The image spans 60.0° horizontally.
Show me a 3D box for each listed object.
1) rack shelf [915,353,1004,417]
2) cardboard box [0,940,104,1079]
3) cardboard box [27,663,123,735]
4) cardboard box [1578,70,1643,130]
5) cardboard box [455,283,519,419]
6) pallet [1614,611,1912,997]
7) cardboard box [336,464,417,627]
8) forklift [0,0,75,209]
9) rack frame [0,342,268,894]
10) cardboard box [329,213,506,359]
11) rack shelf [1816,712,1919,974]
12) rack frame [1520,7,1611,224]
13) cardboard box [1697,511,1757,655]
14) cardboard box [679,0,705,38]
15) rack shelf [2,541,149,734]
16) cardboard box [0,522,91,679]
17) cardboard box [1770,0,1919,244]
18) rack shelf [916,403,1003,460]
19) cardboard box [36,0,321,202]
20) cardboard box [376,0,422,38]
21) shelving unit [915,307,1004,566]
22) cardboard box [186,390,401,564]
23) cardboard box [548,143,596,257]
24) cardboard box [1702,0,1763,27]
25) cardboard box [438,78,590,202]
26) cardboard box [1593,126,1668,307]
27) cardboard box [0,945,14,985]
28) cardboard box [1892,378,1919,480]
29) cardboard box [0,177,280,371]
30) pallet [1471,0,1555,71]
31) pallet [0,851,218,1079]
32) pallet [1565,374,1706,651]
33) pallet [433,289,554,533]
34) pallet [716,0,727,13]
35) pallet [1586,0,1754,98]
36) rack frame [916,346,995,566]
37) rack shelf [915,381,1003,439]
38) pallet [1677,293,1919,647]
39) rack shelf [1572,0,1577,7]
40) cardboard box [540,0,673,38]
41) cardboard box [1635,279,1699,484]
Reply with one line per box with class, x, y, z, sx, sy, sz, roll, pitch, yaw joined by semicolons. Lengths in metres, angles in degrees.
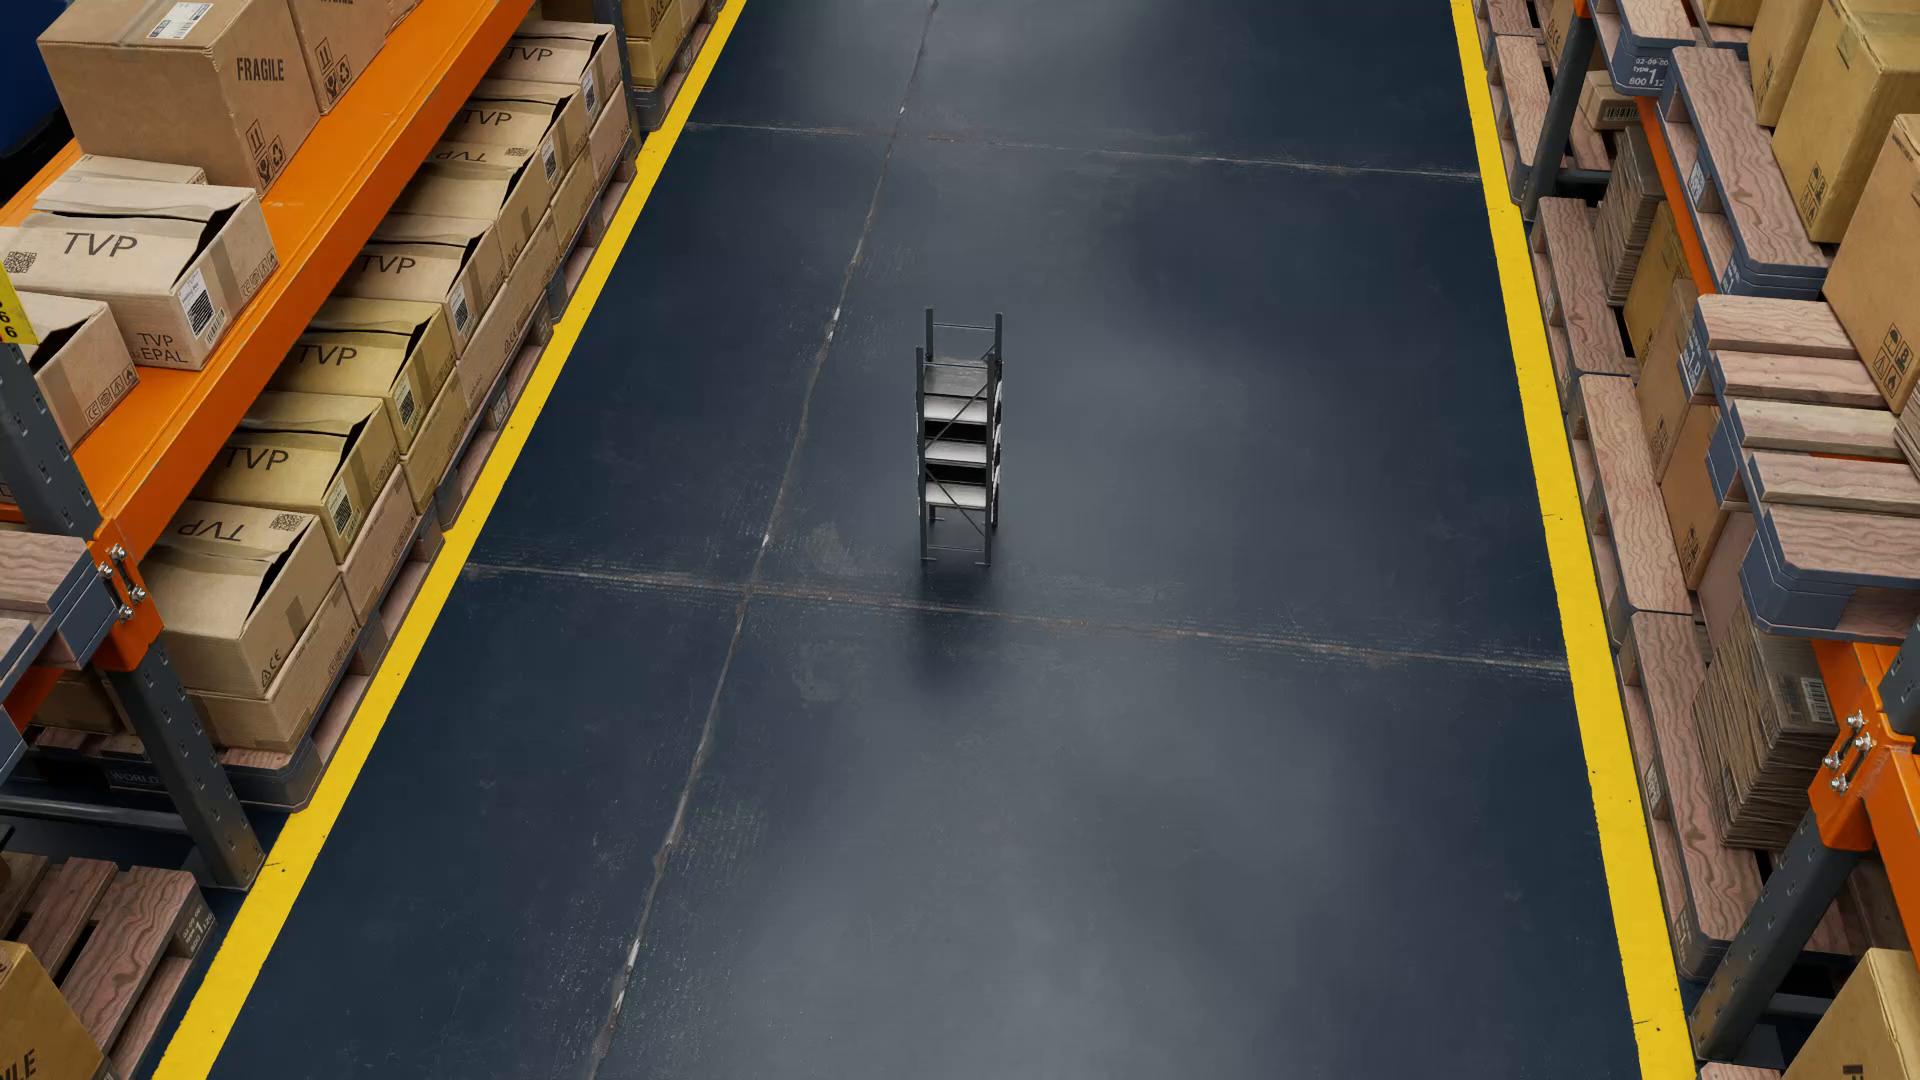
rack shelf;-0.001;-0.493;5.272;0.258;0.077;0.200;5;44;6
cardboard box;-2.387;1.228;3.769;0.500;0.500;0.500;7;44;7
cardboard box;-2.669;0.287;4.960;0.500;0.250;0.500;6;44;7
cardboard box;2.984;-1.955;7.374;0.380;0.166;0.250;0;43;0
cardboard box;-1.940;-0.710;6.012;0.500;0.250;0.500;6;44;6
pallet;2.519;0.749;4.805;1.003;0.211;1.213;5;44;6
cardboard box;-2.070;-0.005;5.268;0.500;0.250;0.500;4;44;4
forklift;-4.677;-2.043;5.776;1.130;2.935;3.031;7;44;7
rack frame;-2.496;-0.178;3.757;1.000;3.000;0.127;5;44;6
cardboard box;-1.938;-0.923;5.830;0.500;0.311;0.500;5;44;5
rack shelf;2.150;1.894;2.092;1.077;0.370;4.000;5;44;6
rack frame;2.943;-2.457;6.163;1.000;3.000;0.127;5;44;6
cardboard box;2.641;0.181;4.875;0.700;0.500;0.500;5;44;5
cardboard box;-1.535;-2.687;8.101;0.500;0.250;0.500;5;44;6
rack shelf;-2.761;1.446;2.565;1.077;0.370;4.000;5;44;6
cardboard box;-2.671;0.085;4.766;0.500;0.311;0.500;6;44;7
cardboard box;2.609;-1.099;4.336;0.700;0.500;0.500;5;44;6
rack shelf;-0.001;-0.362;5.396;0.258;0.077;0.200;5;44;6
cardboard box;-2.291;-1.360;4.932;0.500;0.500;0.500;3;44;3
cardboard box;-2.155;-2.060;5.671;0.500;0.500;0.500;8;44;9
shelving unit;-0.001;-0.321;5.435;0.258;0.900;0.210;5;44;6
cardboard box;-2.075;-0.225;5.093;0.500;0.311;0.500;4;44;4
cardboard box;-1.804;-1.405;6.747;0.500;0.250;0.500;5;44;5
cardboard box;2.761;-1.929;5.213;0.700;0.500;0.500;9;44;10
cardboard box;-1.799;-1.605;6.550;0.500;0.311;0.500;6;44;7
cardboard box;2.862;-1.206;6.340;0.700;0.500;0.500;7;44;7
cardboard box;-2.391;0.995;3.471;0.500;0.250;0.500;7;44;7
cardboard box;2.467;-0.248;3.438;0.700;0.500;0.500;1;43;1
cardboard box;-2.186;-0.738;4.413;0.500;0.311;0.500;5;44;5
pallet;3.156;-2.739;8.489;1.003;0.211;1.213;5;44;6
pallet;-2.633;1.340;4.182;1.003;0.211;1.213;5;44;6
pallet;2.683;-0.080;5.681;1.003;0.211;1.213;5;44;6
pallet;-2.185;-0.553;6.180;1.003;0.211;1.213;5;44;6
pallet;-1.662;-3.264;9.044;1.003;0.211;1.213;5;44;6
pallet;2.698;-1.879;5.693;1.003;0.211;1.213;5;44;6
rack frame;-0.015;-0.252;5.362;0.240;0.900;0.006;5;44;6
rack shelf;-0.001;-0.428;5.334;0.258;0.077;0.200;5;44;6
pallet;2.403;-0.156;3.873;1.213;0.211;1.003;5;44;6
rack shelf;3.208;-3.559;7.850;1.077;0.370;4.000;5;44;6
cardboard box;-1.596;-2.618;7.483;0.500;0.500;0.500;5;44;6
cardboard box;2.736;-0.505;5.600;0.700;0.500;0.500;6;44;6
